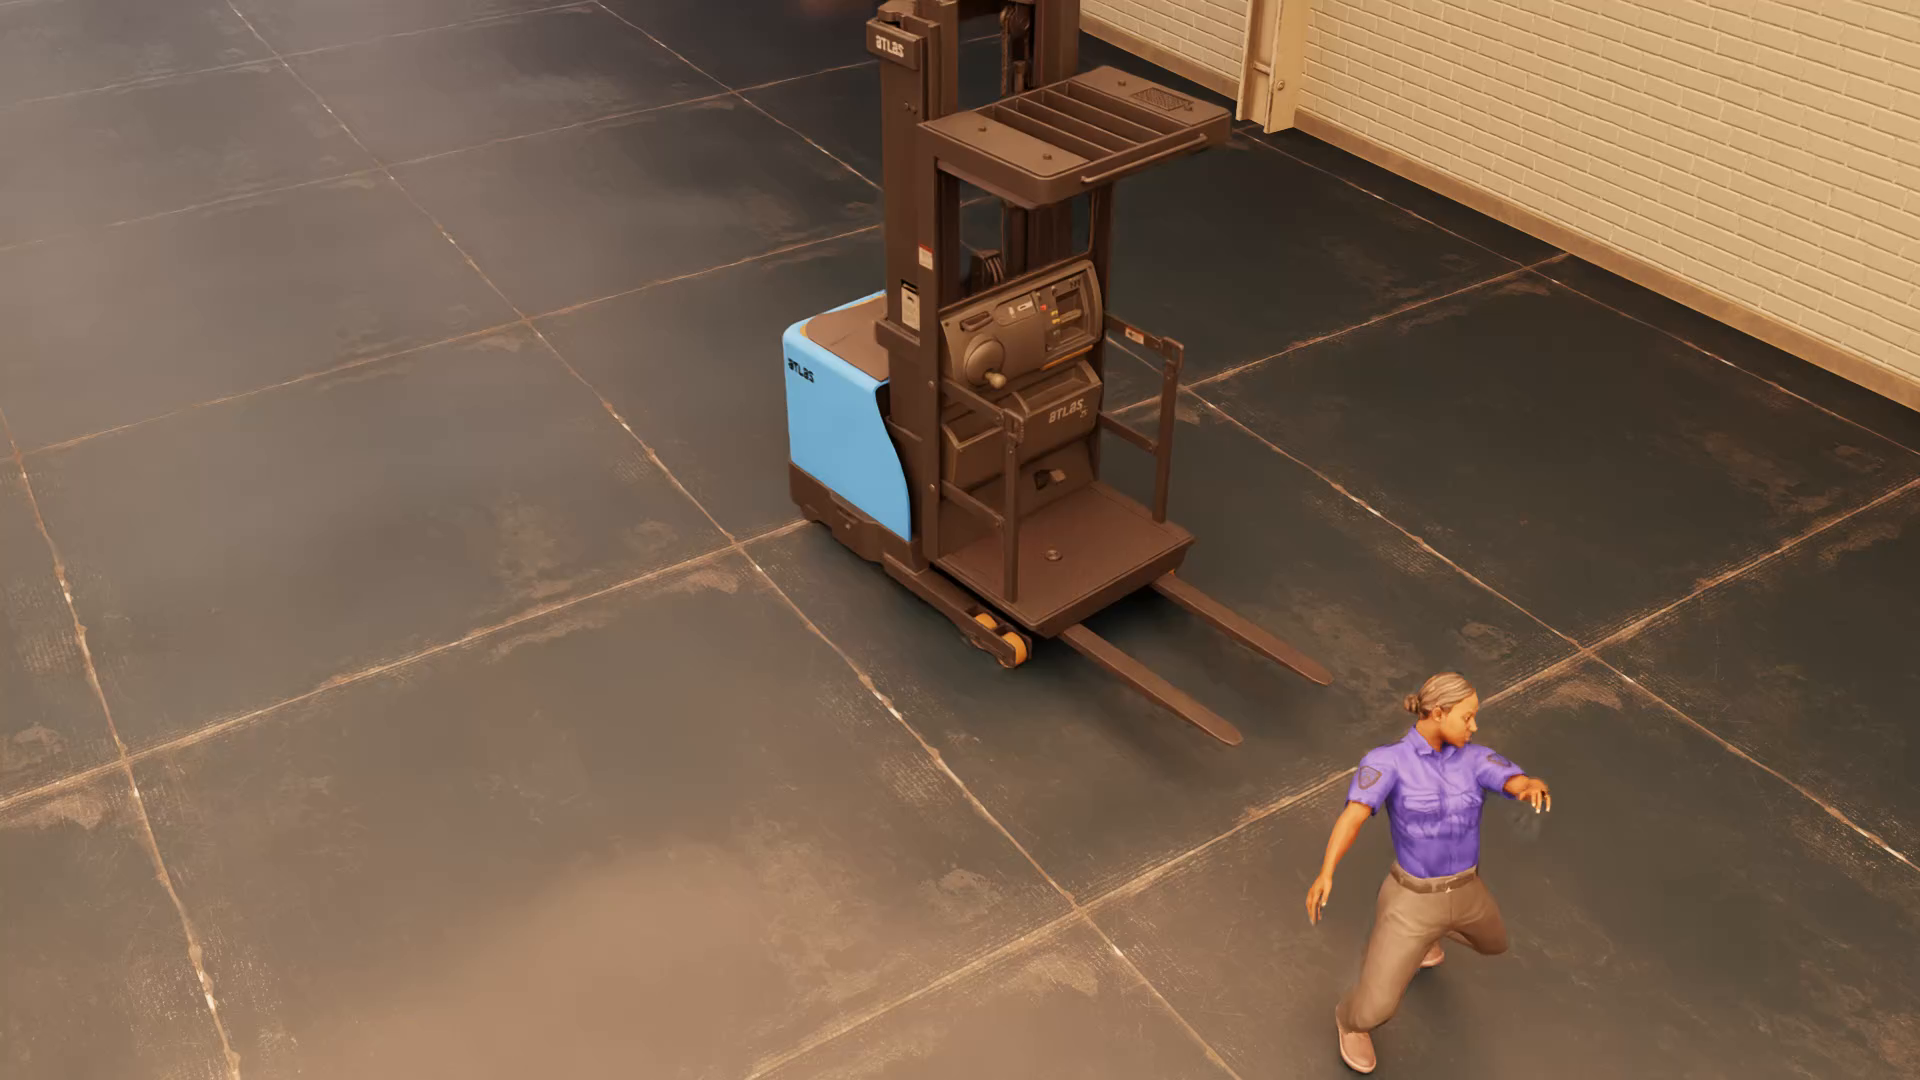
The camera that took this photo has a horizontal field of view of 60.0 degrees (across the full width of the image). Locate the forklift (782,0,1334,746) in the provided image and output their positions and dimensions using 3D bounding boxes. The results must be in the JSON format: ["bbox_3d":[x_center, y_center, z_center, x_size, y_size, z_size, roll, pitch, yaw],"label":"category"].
[{"bbox_3d":[0.432,-0.927,7.467,1.130,2.935,3.031,-26,43,-32],"label":"forklift"}]

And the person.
[{"bbox_3d":[1.497,1.242,5.664,0.994,1.437,0.728,-17,38,-22],"label":"person"}]
